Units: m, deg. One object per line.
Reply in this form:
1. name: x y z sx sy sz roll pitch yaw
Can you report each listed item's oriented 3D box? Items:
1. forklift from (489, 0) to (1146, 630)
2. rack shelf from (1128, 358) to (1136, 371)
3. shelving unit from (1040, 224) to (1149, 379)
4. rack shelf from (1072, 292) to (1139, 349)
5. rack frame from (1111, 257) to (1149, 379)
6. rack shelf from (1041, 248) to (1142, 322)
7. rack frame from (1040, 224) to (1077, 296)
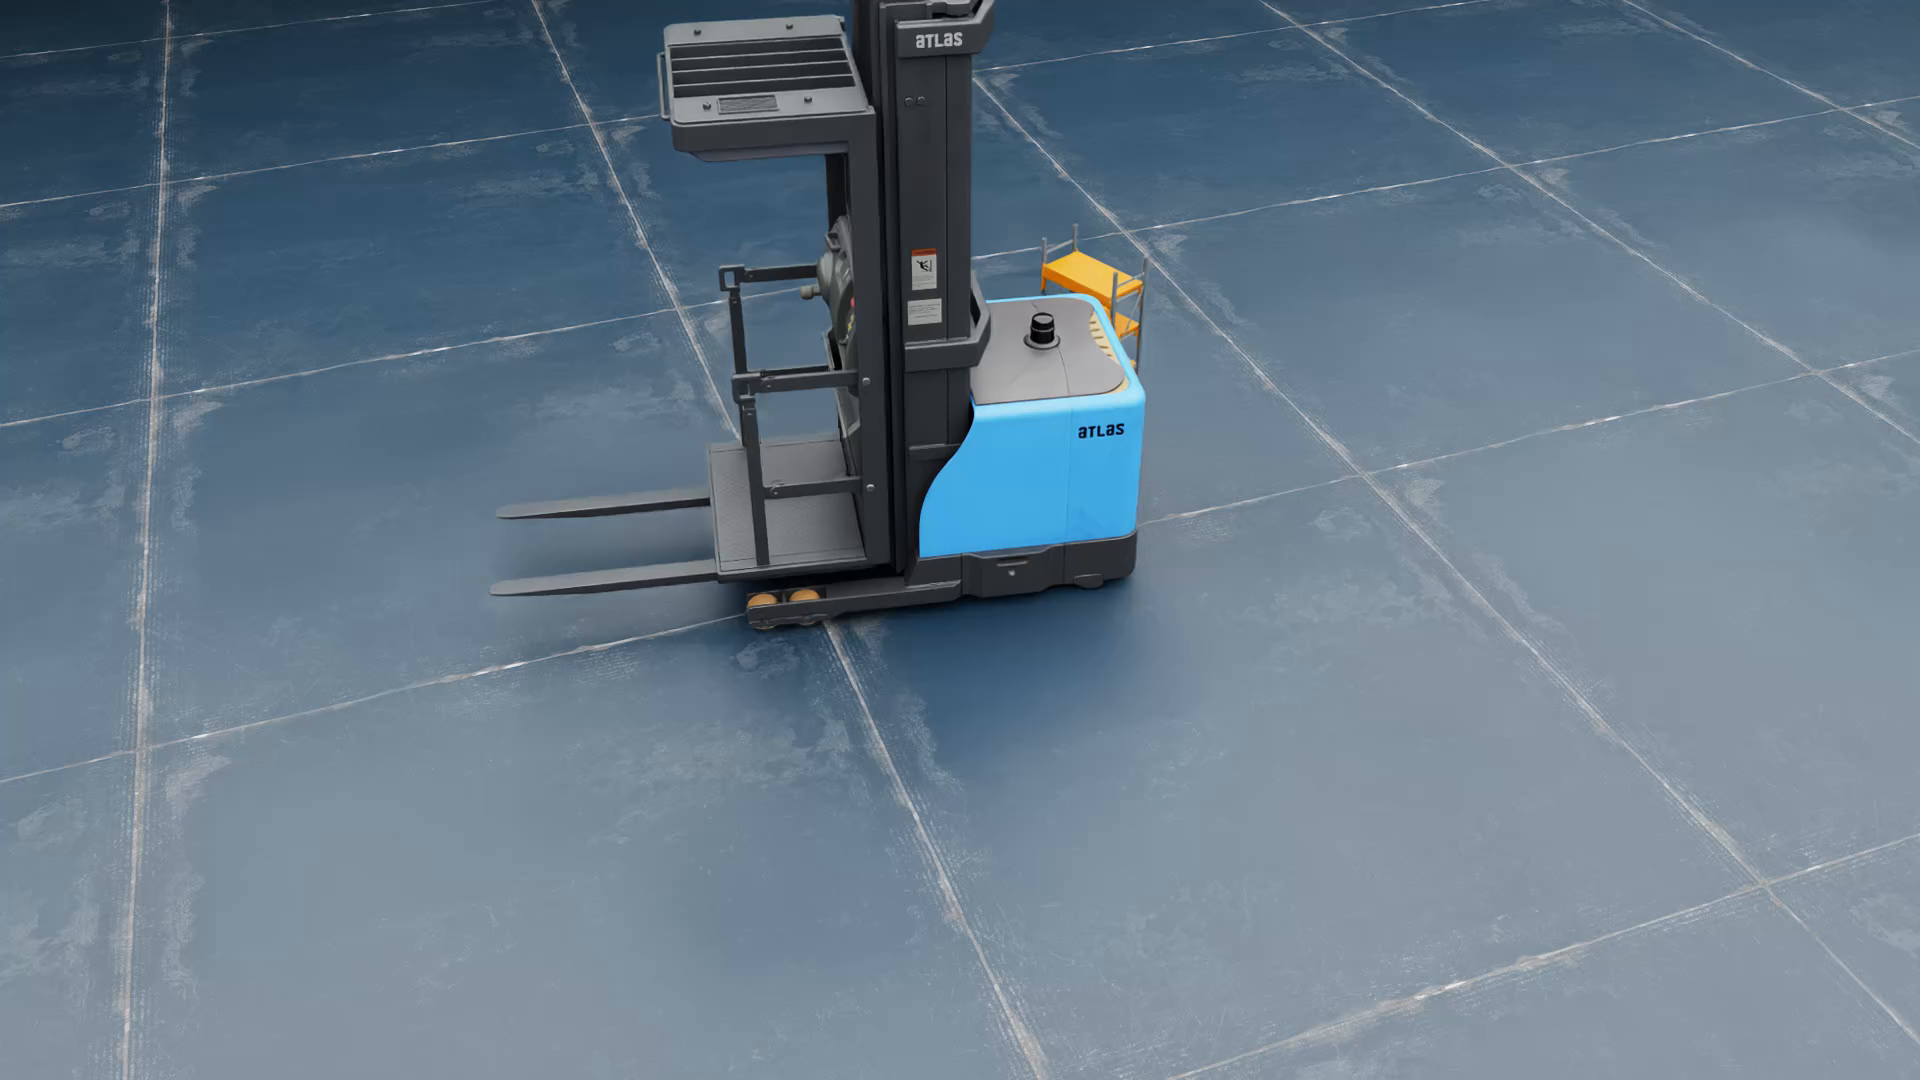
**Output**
1. forklift: -0.719 -1.097 7.331 3.031 2.935 1.130 -6 37 -8
2. rack shelf: 0.666 -0.912 8.635 0.258 0.148 0.480 -29 46 -33
3. shelving unit: 0.667 -0.966 8.594 0.258 1.200 0.503 -29 46 -33
4. rack shelf: 0.667 -1.091 8.501 0.258 0.148 0.480 -29 46 -33
5. rack frame: 0.832 -0.858 8.451 0.240 1.200 0.015 -29 46 -33
6. rack shelf: 0.668 -1.280 8.359 0.258 0.148 0.480 -29 46 -33
7. rack frame: 0.502 -1.074 8.738 0.240 1.200 0.015 -29 46 -33
